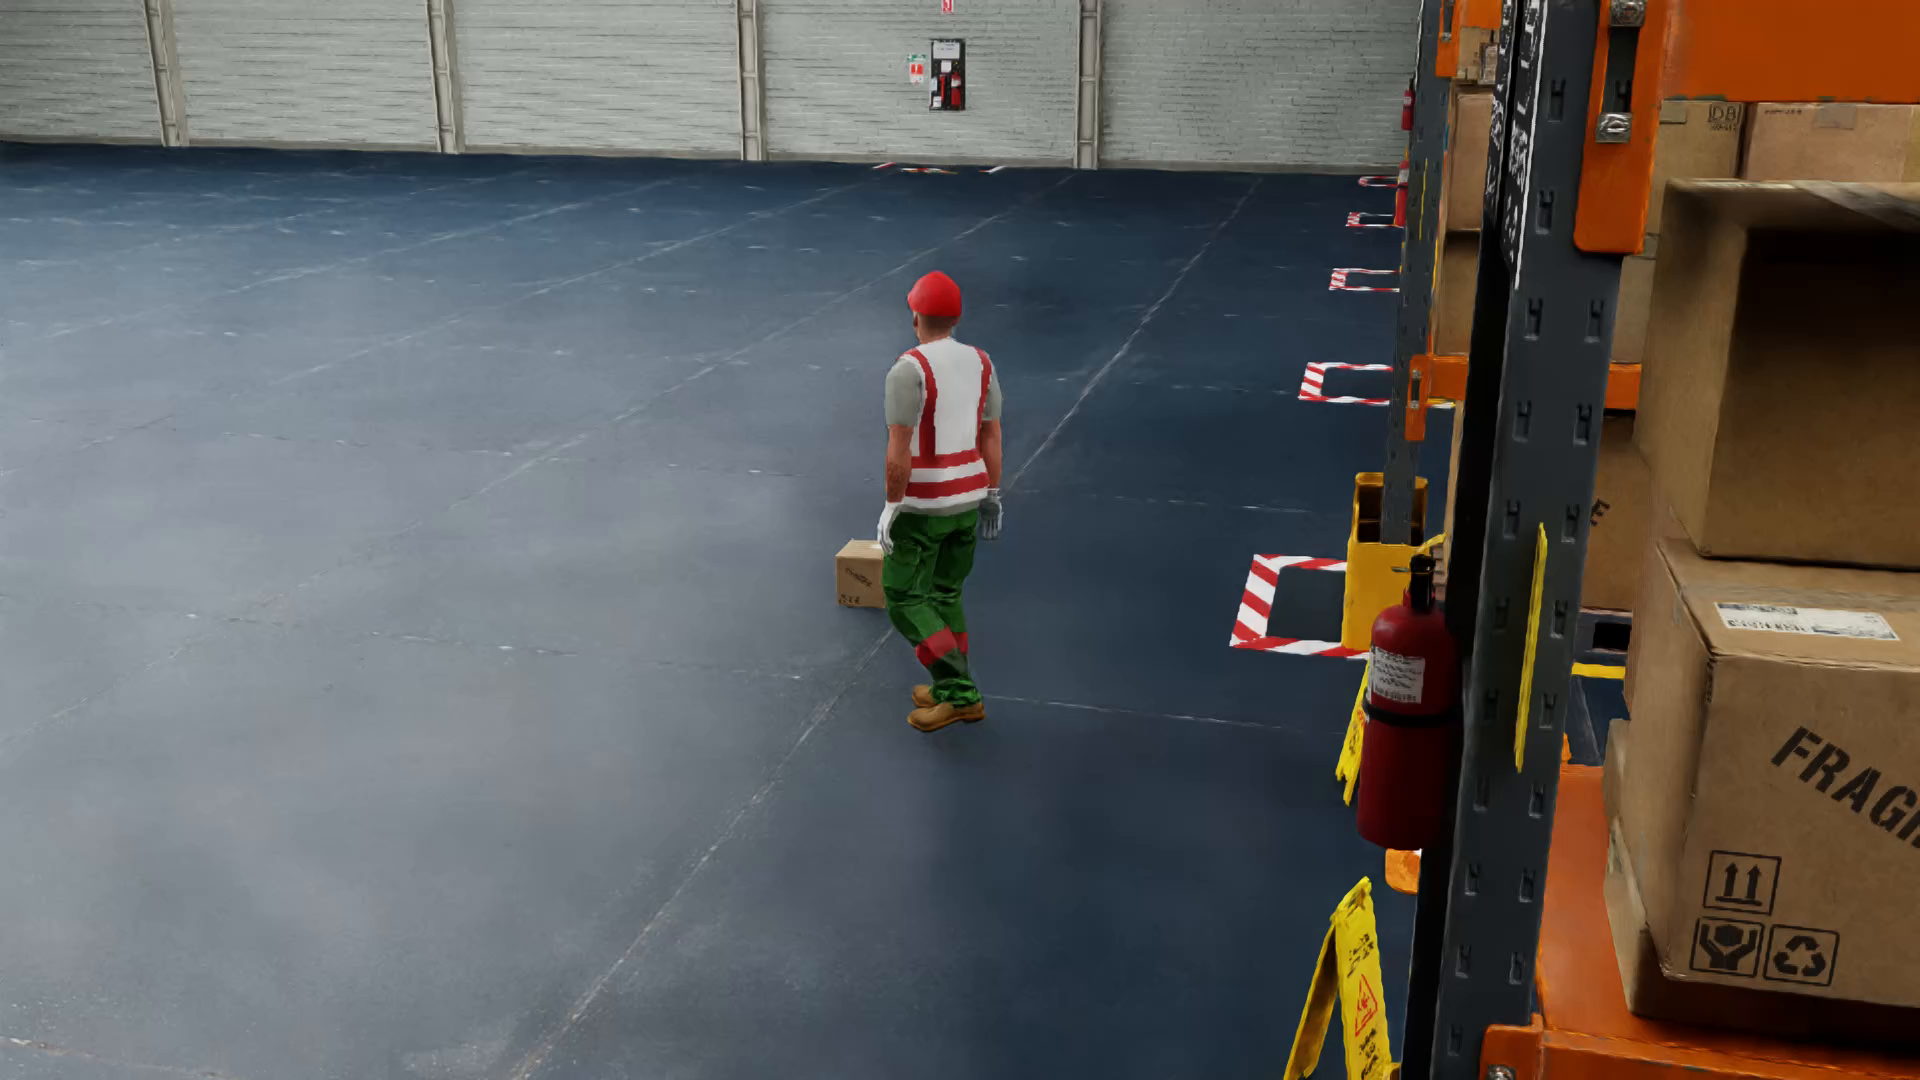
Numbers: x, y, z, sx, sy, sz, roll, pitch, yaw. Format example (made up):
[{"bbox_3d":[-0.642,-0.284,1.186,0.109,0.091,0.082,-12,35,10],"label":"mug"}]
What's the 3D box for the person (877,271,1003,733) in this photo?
[{"bbox_3d":[-0.048,-0.121,6.394,0.587,1.780,0.573,-16,24,-40],"label":"person"}]
